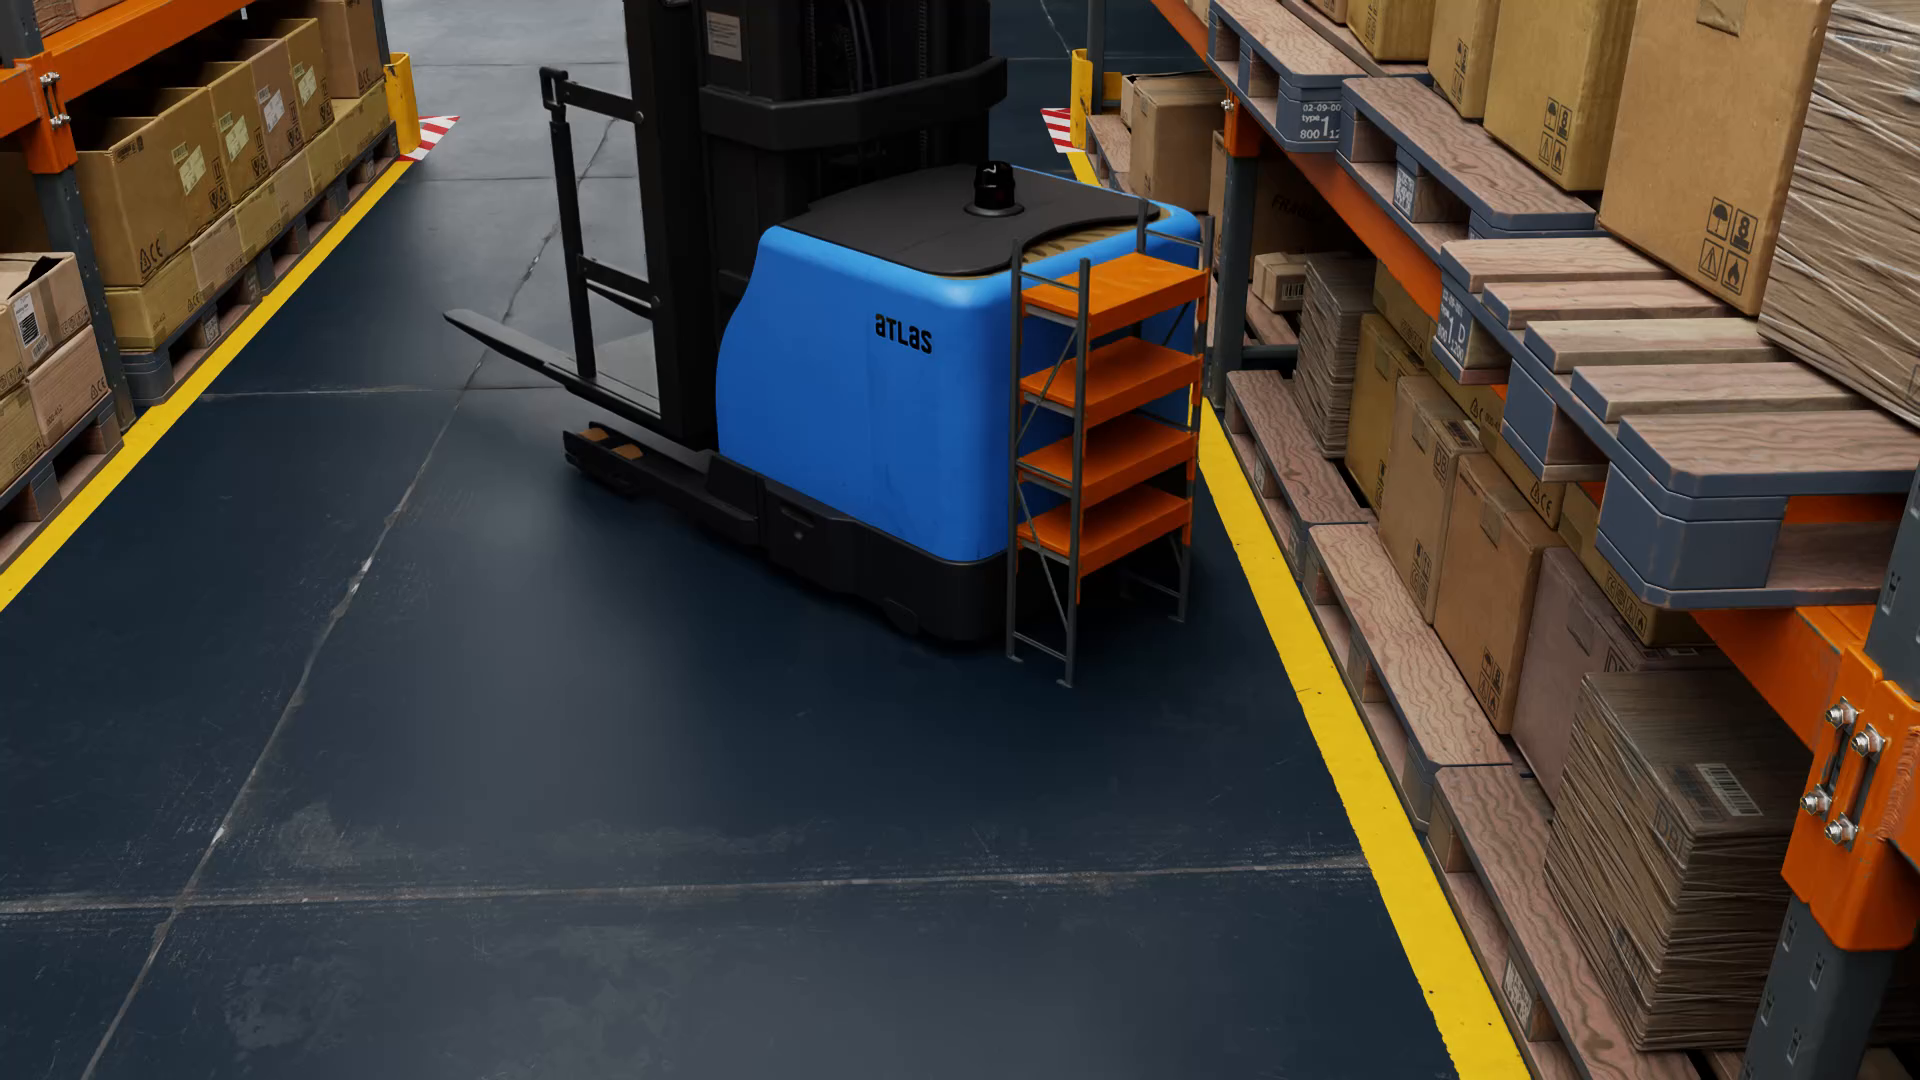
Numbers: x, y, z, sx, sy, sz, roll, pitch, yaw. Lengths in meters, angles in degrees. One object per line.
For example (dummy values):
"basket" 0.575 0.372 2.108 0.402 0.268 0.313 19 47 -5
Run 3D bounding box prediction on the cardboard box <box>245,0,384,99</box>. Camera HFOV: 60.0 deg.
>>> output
"cardboard box" -3.390 -2.631 8.760 0.500 0.500 0.500 -1 28 -3

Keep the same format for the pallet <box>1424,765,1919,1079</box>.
"pallet" 1.610 0.876 3.342 1.003 0.211 1.213 -1 28 -3

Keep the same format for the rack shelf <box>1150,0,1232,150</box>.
"rack shelf" 1.336 -2.451 7.484 1.077 0.370 4.000 -1 28 -3

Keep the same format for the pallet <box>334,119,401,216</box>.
"pallet" -3.633 -1.984 8.825 1.003 0.211 1.213 -1 28 -3

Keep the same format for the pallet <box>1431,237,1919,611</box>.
"pallet" 1.506 -0.241 2.675 1.213 0.211 1.003 -1 28 -3

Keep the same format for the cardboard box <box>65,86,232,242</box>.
"cardboard box" -3.252 -1.477 6.547 0.500 0.500 0.500 -1 28 -3

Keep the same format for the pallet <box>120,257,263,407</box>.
"pallet" -3.506 -0.857 6.665 1.003 0.211 1.213 -1 28 -3

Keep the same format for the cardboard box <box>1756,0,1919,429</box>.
"cardboard box" 1.615 -0.455 2.296 0.700 0.500 0.500 -5 28 -9

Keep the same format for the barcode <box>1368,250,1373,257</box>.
"barcode" 1.696 -1.209 6.854 0.001 0.075 0.075 -1 28 -3

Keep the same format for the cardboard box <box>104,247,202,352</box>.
"cardboard box" -3.227 -0.914 6.277 0.500 0.250 0.500 -1 28 -3

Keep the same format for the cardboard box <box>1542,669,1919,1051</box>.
"cardboard box" 1.560 0.583 3.116 0.700 0.500 0.500 -1 28 -2

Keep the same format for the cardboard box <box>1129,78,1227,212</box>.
"cardboard box" 1.196 -1.855 7.791 0.700 0.500 0.500 -3 28 -6

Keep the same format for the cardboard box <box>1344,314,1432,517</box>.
"cardboard box" 1.573 -0.356 4.917 0.700 0.500 0.500 -2 28 -4

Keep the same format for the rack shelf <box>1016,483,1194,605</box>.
"rack shelf" 0.389 -0.014 4.554 0.258 0.148 0.480 25 36 39

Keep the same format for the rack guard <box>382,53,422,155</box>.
"rack guard" -3.716 -2.475 9.455 1.175 0.500 0.348 -1 28 -3

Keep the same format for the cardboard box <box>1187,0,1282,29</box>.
"cardboard box" 1.113 -2.000 5.982 0.500 0.250 0.500 -1 28 -3

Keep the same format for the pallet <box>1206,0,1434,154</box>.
"pallet" 1.335 -1.405 4.908 1.003 0.211 1.213 -1 28 -3

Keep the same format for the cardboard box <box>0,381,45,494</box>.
"cardboard box" -3.170 -0.274 5.051 0.500 0.250 0.500 -2 28 -3

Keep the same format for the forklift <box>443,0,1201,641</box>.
"forklift" -0.699 -1.602 5.151 3.031 2.935 1.130 25 36 39

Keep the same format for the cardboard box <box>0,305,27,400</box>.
"cardboard box" -3.165 -0.521 4.917 0.500 0.311 0.500 -1 28 -1

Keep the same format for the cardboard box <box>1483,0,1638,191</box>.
"cardboard box" 1.528 -1.030 3.398 0.700 0.500 0.500 -1 28 -3

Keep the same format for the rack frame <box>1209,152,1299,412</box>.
"rack frame" 1.441 -1.846 5.547 1.000 3.000 0.127 -1 28 -3

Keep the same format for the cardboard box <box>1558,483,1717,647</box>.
"cardboard box" 1.593 -0.014 3.450 0.500 0.250 0.500 -1 28 -2

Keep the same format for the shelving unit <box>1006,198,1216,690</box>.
"shelving unit" 0.389 -0.249 4.431 0.258 1.200 0.503 25 36 39

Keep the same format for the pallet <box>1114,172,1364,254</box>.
"pallet" 1.304 -1.484 7.867 1.003 0.211 1.213 -1 28 -3

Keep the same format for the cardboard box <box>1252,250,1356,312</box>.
"cardboard box" 1.383 -1.032 6.572 0.380 0.166 0.250 -5 28 -9

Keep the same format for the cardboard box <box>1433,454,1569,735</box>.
"cardboard box" 1.595 0.113 4.016 0.700 0.500 0.500 -2 28 -3

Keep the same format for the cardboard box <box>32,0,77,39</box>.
"cardboard box" -3.535 -1.974 5.683 0.700 0.500 0.500 -2 28 -4

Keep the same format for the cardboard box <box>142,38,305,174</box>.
"cardboard box" -3.298 -1.939 7.432 0.500 0.500 0.500 -1 28 -3

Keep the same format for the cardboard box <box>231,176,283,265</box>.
"cardboard box" -3.269 -1.376 7.163 0.500 0.250 0.500 -1 28 -3

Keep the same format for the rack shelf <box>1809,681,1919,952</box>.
"rack shelf" 1.754 1.243 0.400 1.077 0.370 4.000 -1 28 -3

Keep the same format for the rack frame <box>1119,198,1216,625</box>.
"rack frame" 0.561 -0.330 4.585 0.240 1.200 0.015 25 36 39

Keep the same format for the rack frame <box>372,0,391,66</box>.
"rack frame" -3.715 -3.572 8.856 1.000 3.000 0.127 -1 28 -3

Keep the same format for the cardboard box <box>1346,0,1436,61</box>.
"cardboard box" 1.455 -1.592 4.474 0.700 0.500 0.500 1 28 3

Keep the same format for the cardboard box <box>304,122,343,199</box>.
"cardboard box" -3.326 -1.837 8.049 0.500 0.250 0.500 -1 28 -3

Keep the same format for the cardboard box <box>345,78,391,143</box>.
"cardboard box" -3.392 -2.299 8.933 0.500 0.250 0.500 -1 28 -3

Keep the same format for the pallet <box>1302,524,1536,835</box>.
"pallet" 1.550 0.314 4.419 1.003 0.211 1.213 -1 28 -3

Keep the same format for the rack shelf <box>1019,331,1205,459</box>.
"rack shelf" 0.389 -0.388 4.358 0.258 0.148 0.480 25 36 39

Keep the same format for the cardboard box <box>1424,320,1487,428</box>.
"cardboard box" 1.553 -0.483 4.348 0.500 0.250 0.500 -2 28 -4
